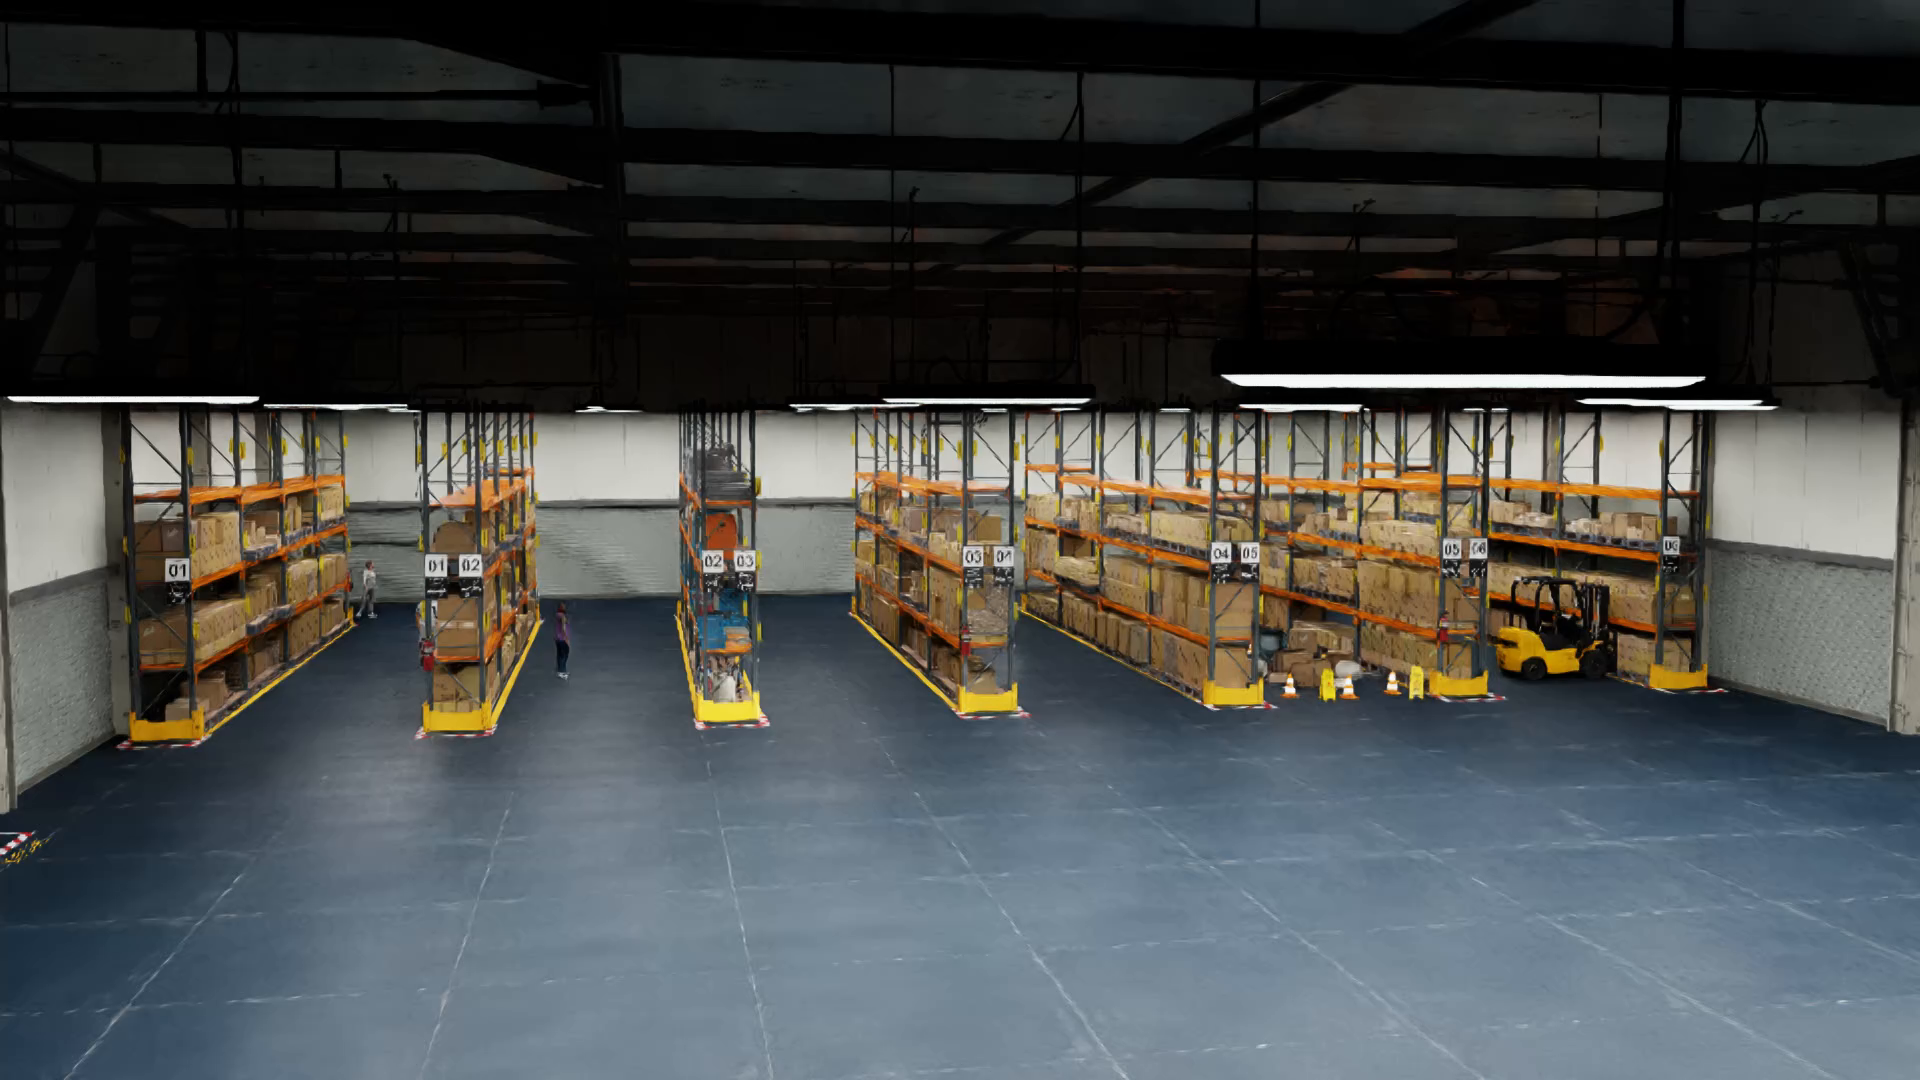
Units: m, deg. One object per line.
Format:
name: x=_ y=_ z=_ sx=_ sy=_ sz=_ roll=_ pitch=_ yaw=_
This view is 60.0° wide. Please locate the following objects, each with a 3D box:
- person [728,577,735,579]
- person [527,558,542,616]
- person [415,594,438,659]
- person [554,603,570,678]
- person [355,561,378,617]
person: x=-6.272 y=1.490 z=45.657 sx=0.656 sy=1.568 sz=0.821 roll=-2 pitch=5 yaw=-28
person: x=-12.150 y=1.280 z=47.046 sx=0.470 sy=1.772 sz=0.663 roll=2 pitch=5 yaw=21
person: x=-12.401 y=1.998 z=38.832 sx=0.625 sy=1.611 sz=0.575 roll=-1 pitch=4 yaw=-13
person: x=-8.694 y=2.197 z=36.363 sx=0.349 sy=1.641 sz=0.476 roll=-3 pitch=5 yaw=-38
person: x=-16.813 y=1.387 z=47.028 sx=0.436 sy=1.592 sz=0.584 roll=2 pitch=5 yaw=27
